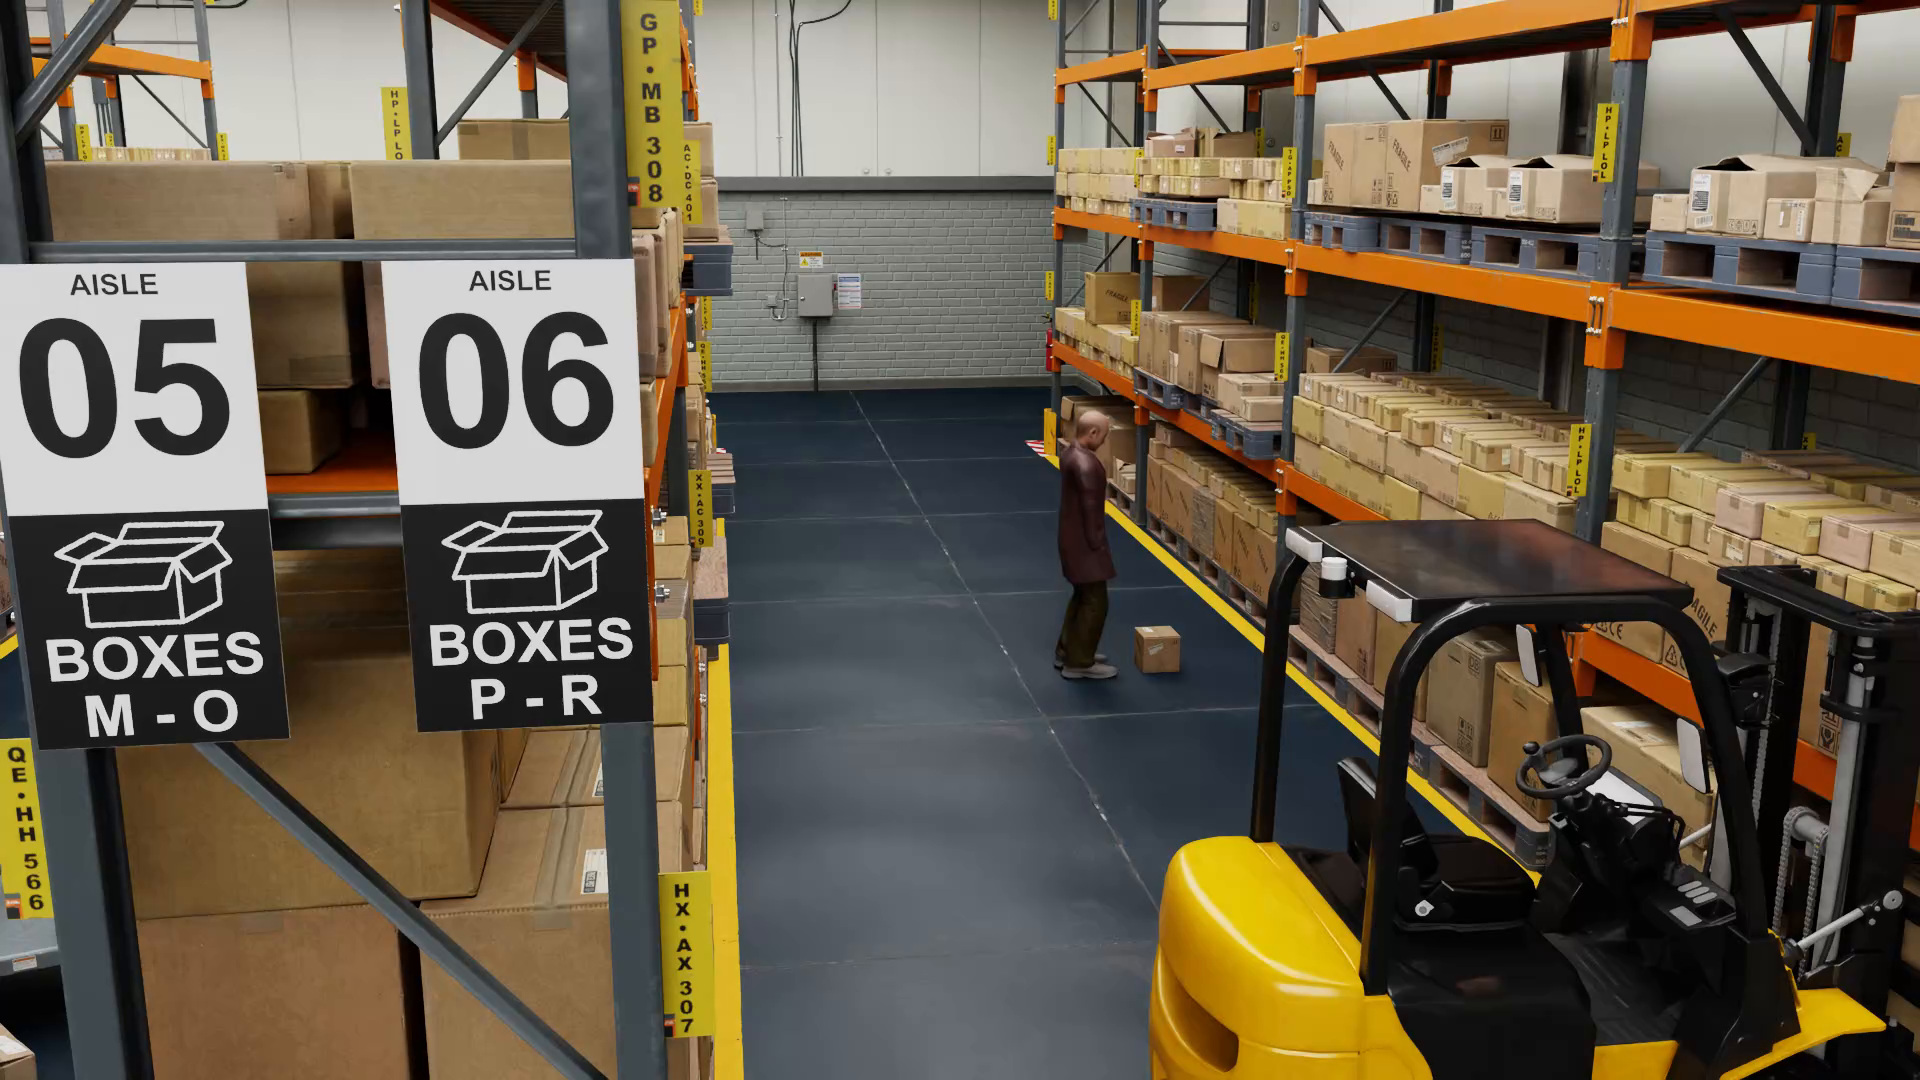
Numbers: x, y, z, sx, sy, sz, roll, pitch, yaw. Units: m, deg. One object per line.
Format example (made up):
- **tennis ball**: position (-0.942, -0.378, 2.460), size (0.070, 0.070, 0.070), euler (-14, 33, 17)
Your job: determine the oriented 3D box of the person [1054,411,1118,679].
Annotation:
- **person**: position (0.835, 0.022, 10.988), size (0.386, 1.756, 0.572), euler (-2, 13, -7)
